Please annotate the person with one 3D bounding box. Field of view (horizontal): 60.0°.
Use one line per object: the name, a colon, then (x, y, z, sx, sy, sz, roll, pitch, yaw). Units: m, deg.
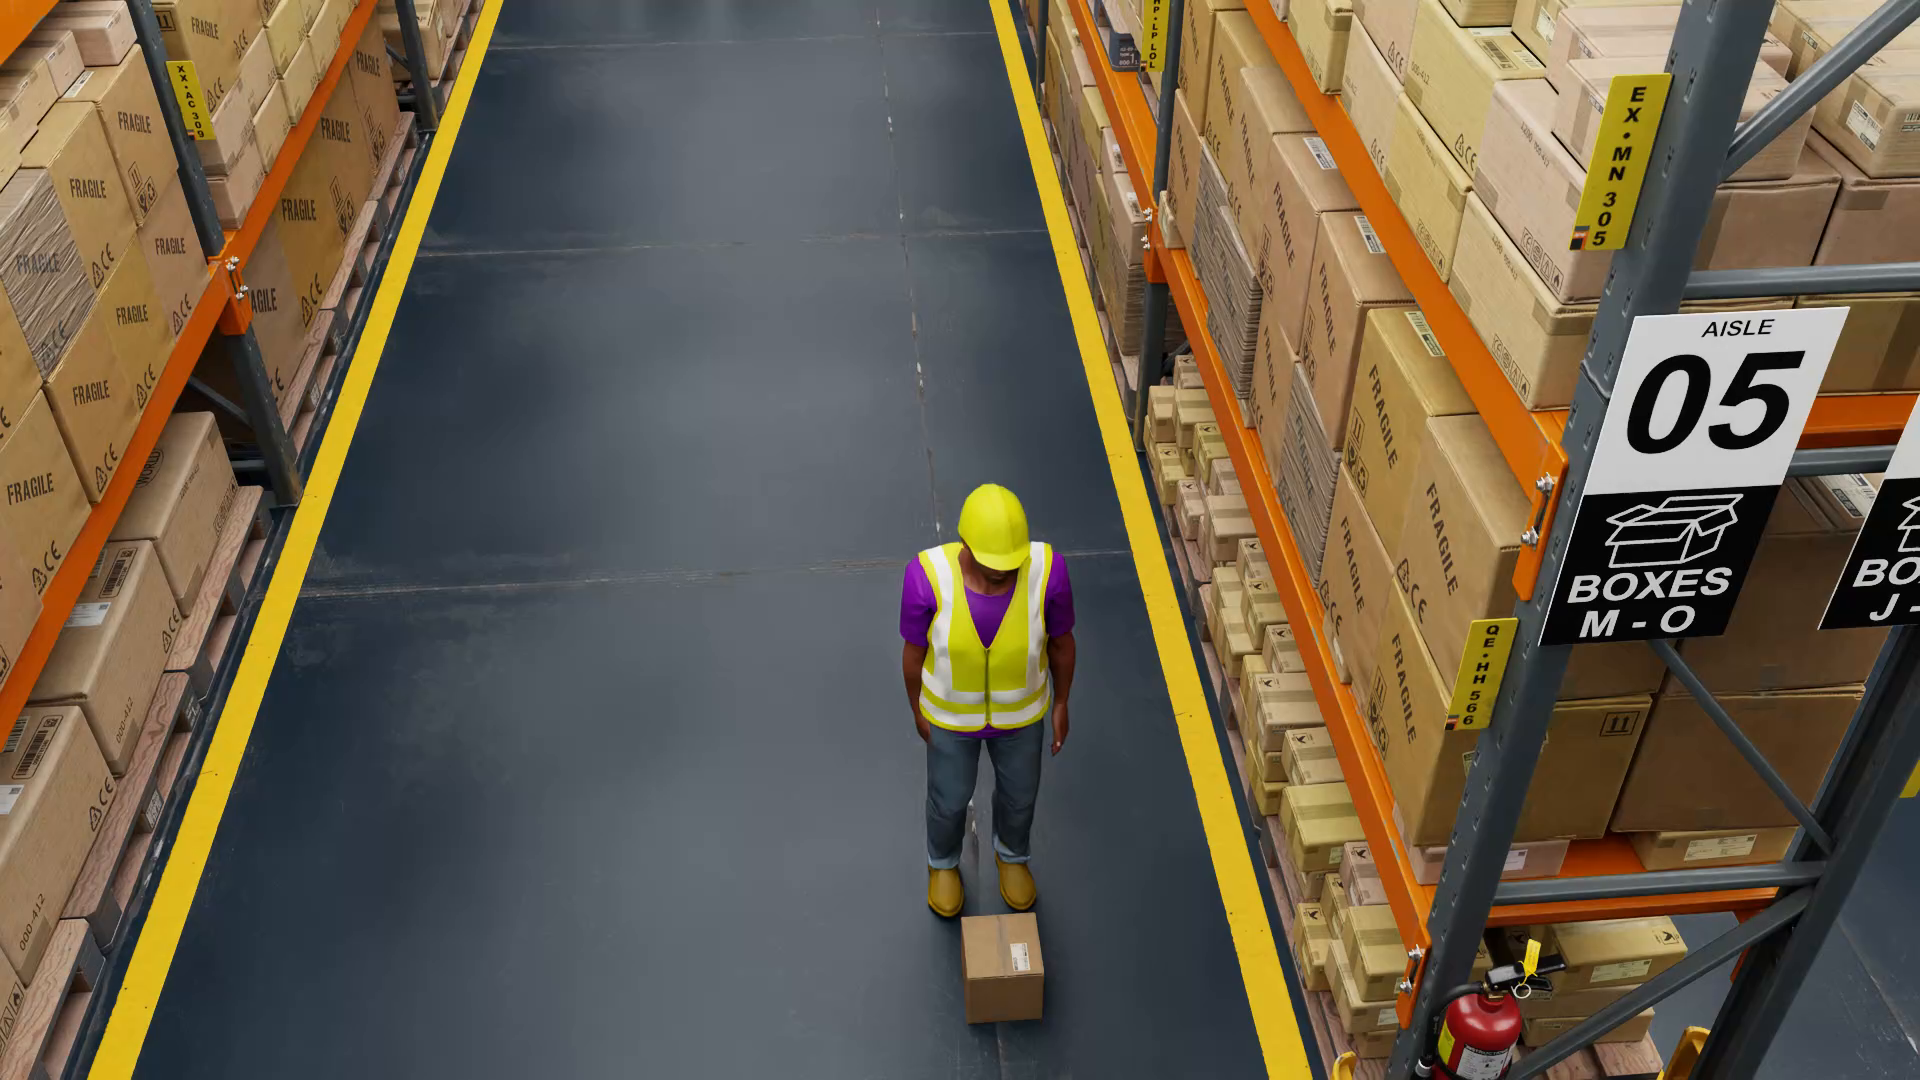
person: (0.094, 0.540, 5.467, 0.566, 1.762, 0.366, -3, 39, -4)
